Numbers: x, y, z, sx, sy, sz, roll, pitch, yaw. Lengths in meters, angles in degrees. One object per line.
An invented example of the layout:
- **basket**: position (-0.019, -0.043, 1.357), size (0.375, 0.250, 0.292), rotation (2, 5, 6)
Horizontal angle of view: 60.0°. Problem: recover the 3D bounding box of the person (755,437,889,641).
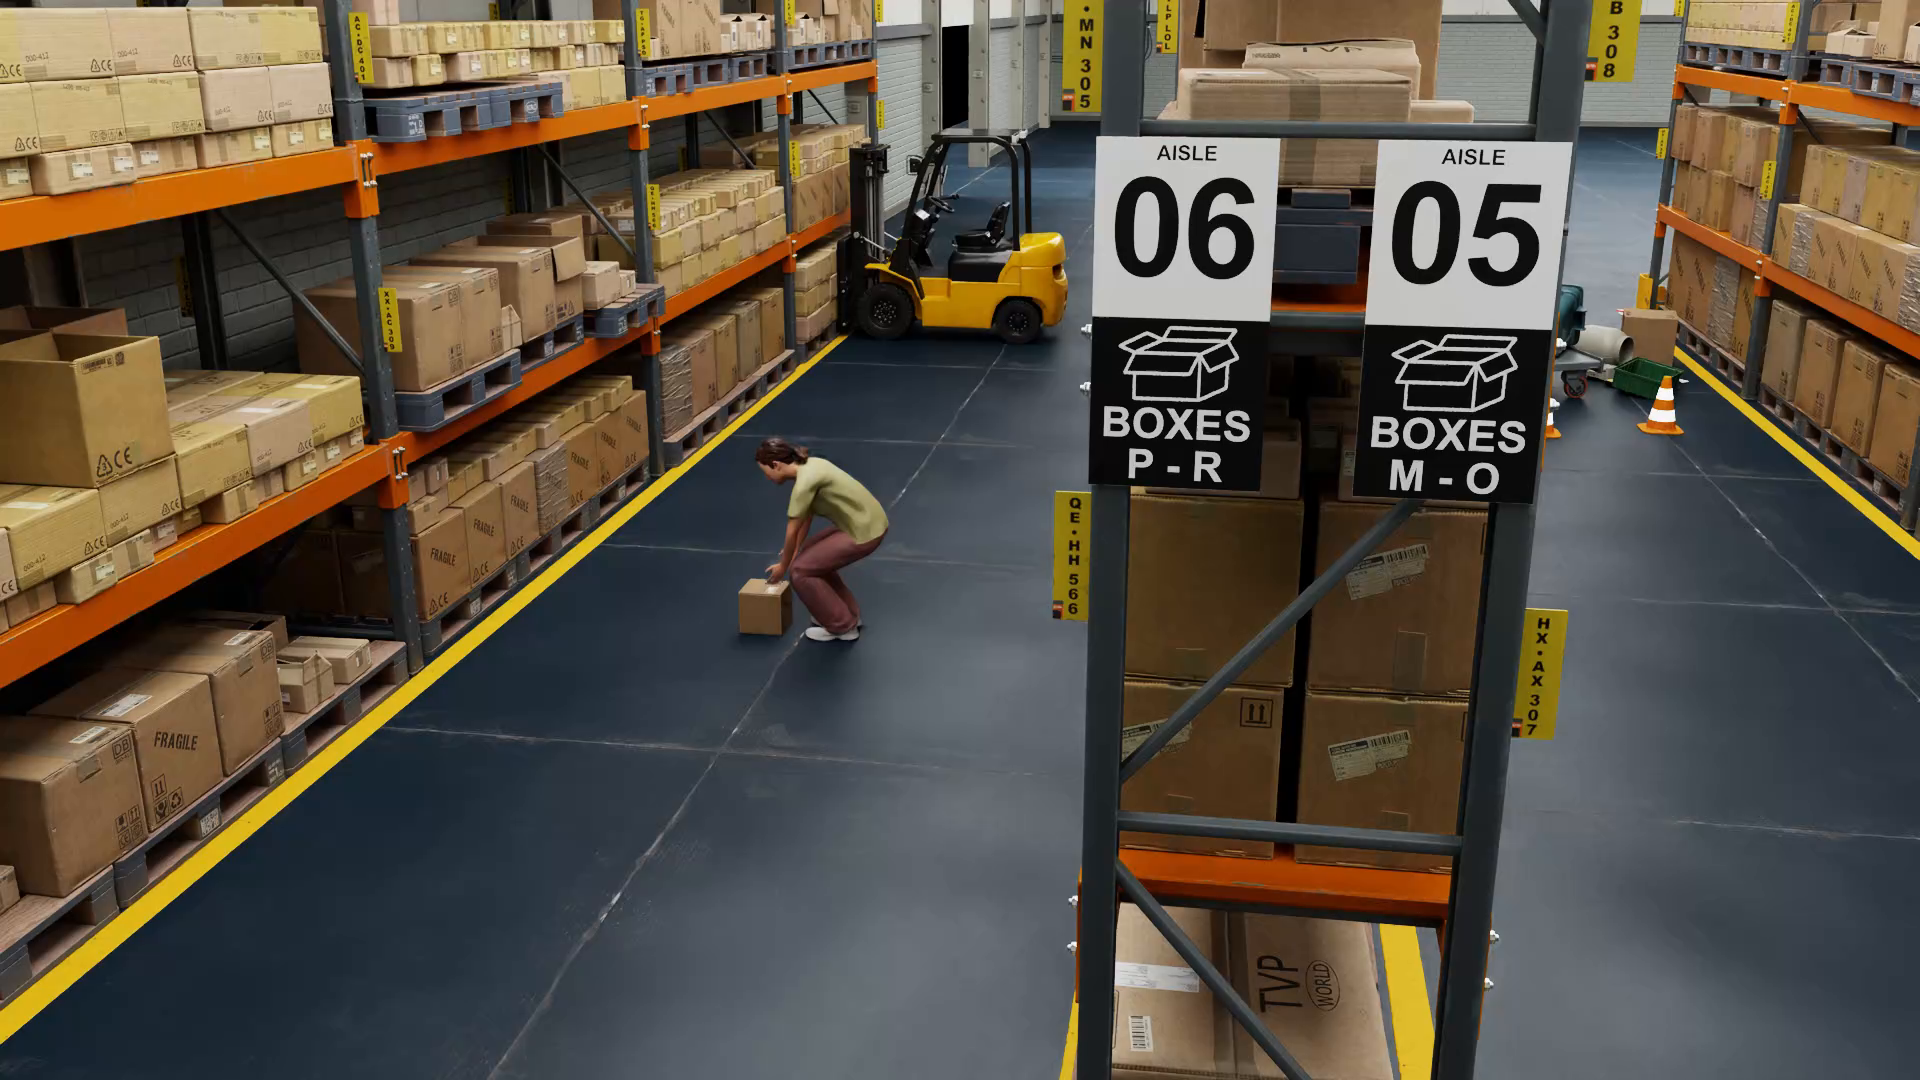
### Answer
- **person**: position (-0.782, -0.010, 9.432), size (0.739, 1.159, 0.503), rotation (3, 18, 9)
